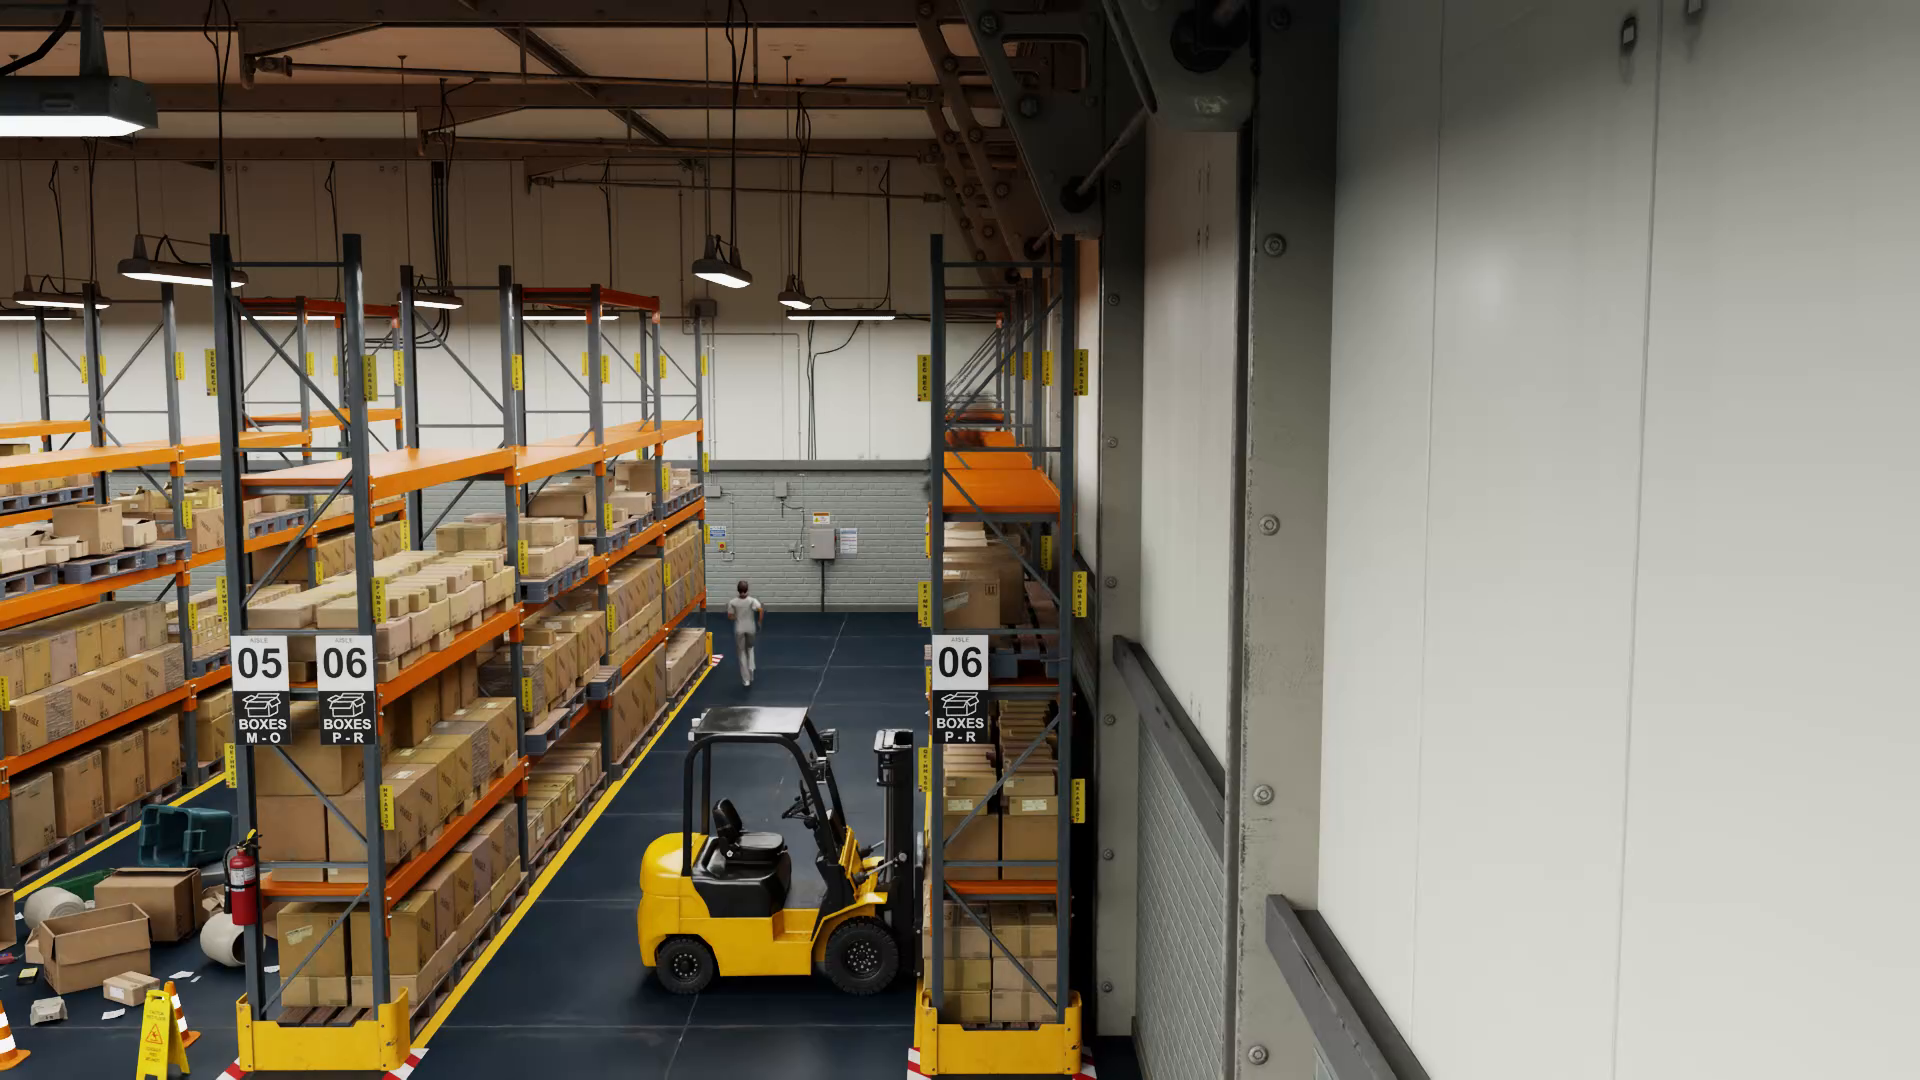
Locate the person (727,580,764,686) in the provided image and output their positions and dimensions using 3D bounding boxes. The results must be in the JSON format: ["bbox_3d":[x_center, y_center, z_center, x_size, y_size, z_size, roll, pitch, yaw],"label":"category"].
[{"bbox_3d":[-3.380,1.443,26.166,0.552,1.639,0.613,-2,6,-13],"label":"person"}]
